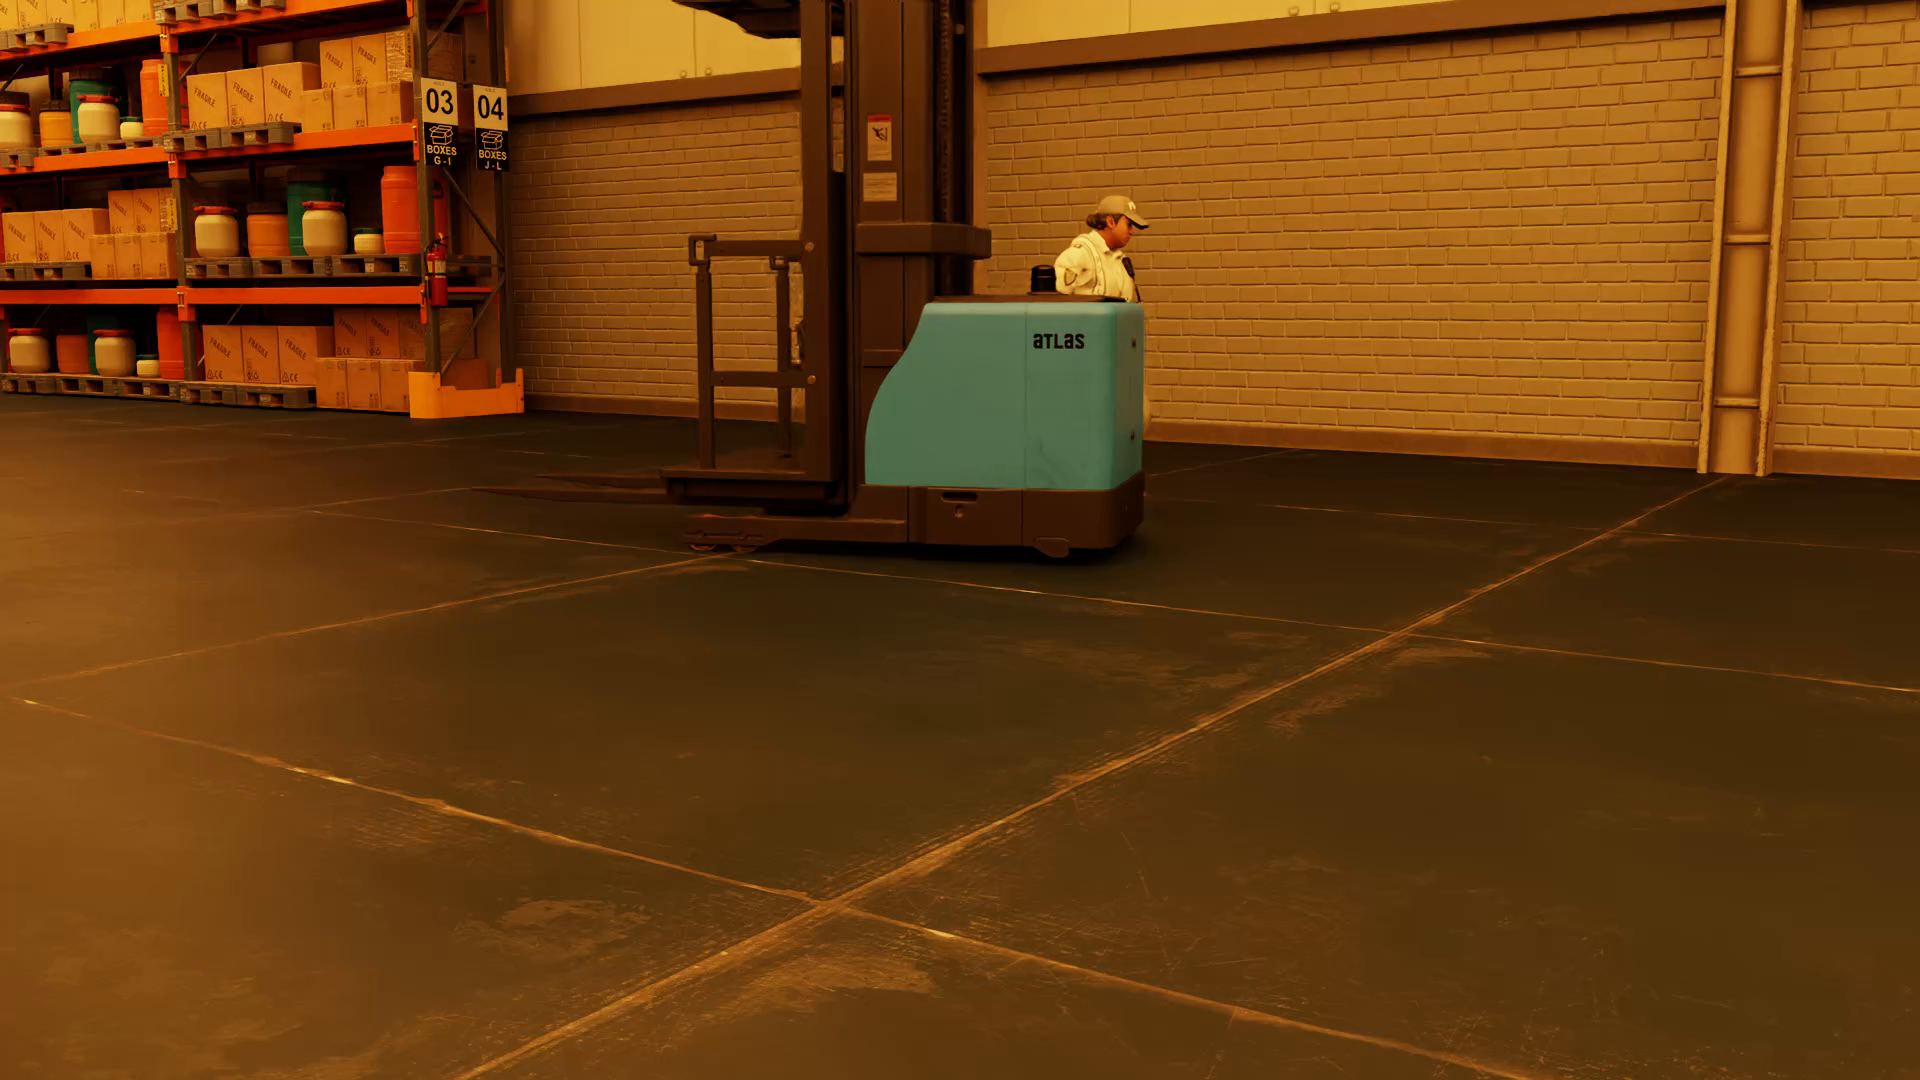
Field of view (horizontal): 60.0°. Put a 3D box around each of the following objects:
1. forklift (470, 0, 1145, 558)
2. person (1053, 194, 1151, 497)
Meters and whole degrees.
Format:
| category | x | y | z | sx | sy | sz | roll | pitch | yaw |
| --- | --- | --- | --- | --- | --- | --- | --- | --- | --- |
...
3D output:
| category | x | y | z | sx | sy | sz | roll | pitch | yaw |
| --- | --- | --- | --- | --- | --- | --- | --- | --- | --- |
| forklift | -0.720 | -1.462 | 7.476 | 3.031 | 2.935 | 1.130 | 2 | 8 | 14 |
| person | 0.707 | -0.940 | 8.545 | 0.461 | 1.640 | 0.777 | 7 | 10 | 39 |
